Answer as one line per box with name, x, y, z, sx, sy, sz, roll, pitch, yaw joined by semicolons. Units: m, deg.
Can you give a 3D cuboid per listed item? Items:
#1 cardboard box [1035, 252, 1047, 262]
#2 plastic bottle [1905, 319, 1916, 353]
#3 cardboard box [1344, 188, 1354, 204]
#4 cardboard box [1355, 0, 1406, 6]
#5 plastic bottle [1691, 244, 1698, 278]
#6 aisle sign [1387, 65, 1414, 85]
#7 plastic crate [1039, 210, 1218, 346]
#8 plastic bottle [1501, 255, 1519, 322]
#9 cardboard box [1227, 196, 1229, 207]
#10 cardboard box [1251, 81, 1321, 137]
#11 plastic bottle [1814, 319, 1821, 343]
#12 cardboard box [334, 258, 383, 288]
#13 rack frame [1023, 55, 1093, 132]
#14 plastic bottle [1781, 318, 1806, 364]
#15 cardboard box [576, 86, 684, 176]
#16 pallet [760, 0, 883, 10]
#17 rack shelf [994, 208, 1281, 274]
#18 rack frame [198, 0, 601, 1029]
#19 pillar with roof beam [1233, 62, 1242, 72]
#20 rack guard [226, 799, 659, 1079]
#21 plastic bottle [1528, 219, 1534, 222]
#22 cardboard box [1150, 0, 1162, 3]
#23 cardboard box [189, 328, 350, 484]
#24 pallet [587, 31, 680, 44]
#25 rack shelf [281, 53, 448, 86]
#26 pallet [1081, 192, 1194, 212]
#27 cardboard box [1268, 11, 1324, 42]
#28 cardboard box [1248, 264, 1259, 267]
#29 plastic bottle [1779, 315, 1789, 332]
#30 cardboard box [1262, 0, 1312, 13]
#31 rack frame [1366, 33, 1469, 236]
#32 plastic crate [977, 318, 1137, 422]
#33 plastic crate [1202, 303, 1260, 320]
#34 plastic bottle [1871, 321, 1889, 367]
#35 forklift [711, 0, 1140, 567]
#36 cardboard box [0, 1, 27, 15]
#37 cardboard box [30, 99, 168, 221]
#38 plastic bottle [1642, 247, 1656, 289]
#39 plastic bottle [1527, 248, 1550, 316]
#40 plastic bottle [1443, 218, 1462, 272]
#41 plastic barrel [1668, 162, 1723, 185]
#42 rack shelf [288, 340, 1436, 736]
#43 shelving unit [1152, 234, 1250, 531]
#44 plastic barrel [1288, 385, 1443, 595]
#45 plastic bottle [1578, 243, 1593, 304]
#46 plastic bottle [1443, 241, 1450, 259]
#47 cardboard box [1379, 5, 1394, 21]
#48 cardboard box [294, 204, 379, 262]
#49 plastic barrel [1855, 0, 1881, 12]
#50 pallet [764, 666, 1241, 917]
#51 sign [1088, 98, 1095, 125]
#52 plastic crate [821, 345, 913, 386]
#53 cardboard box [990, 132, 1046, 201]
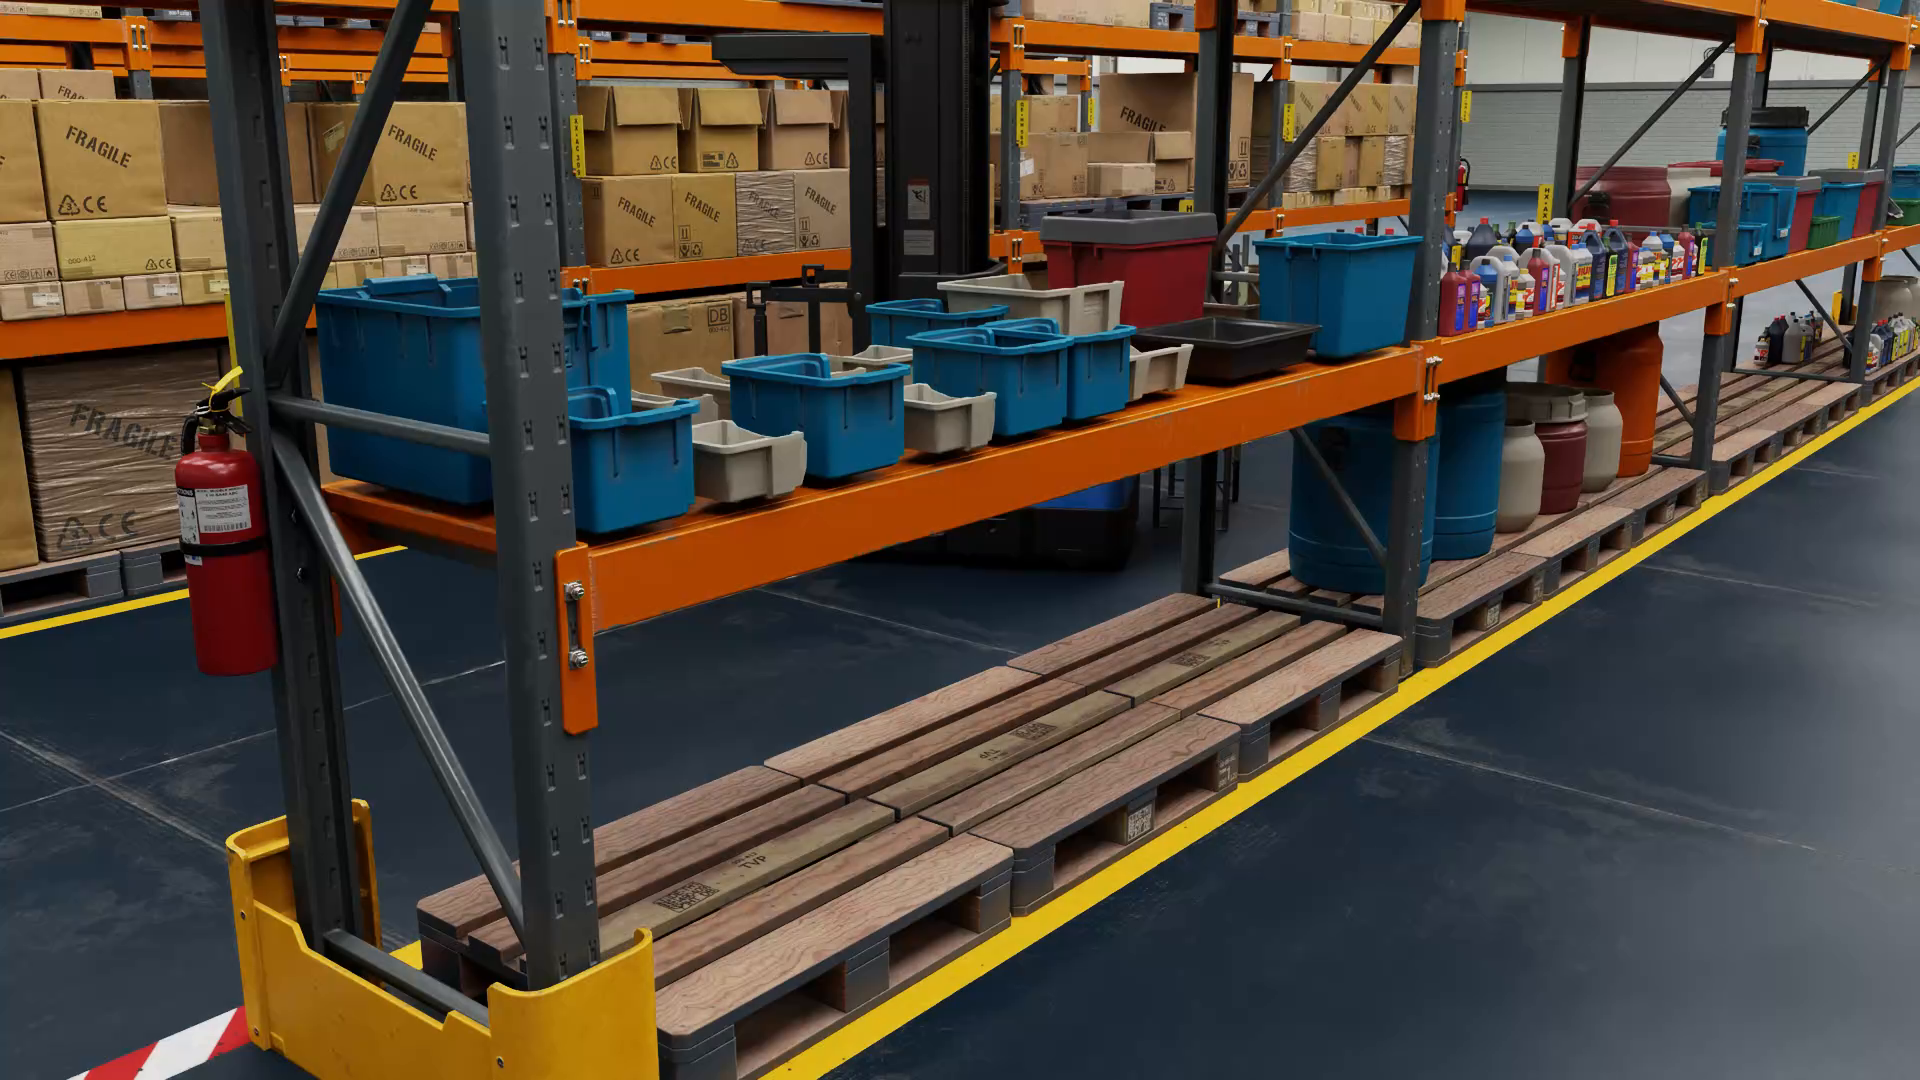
cardboard box;0.874;-3.875;21.245;0.875;0.875;0.875;11;18;38
plastic bottle;7.902;-1.717;13.928;0.152;0.276;0.135;11;18;38
cardboard box;3.665;-3.404;16.441;0.380;0.149;0.250;11;18;38
cardboard box;4.266;-5.607;16.687;0.500;0.500;0.500;11;18;38
plastic bottle;3.858;-1.496;8.825;0.097;0.201;0.097;0;14;0
aisle sign;4.849;-5.372;18.399;0.394;0.787;0.004;11;18;38
plastic crate;0.597;-0.917;5.890;0.402;0.464;0.583;11;18;38
plastic bottle;2.265;-1.045;6.905;0.097;0.271;0.097;0;14;0
cardboard box;2.436;-3.253;15.846;0.380;0.149;0.250;11;18;38
cardboard box;3.010;-4.012;15.486;0.500;0.500;0.500;11;18;38
plastic bottle;7.449;-1.826;14.507;0.097;0.201;0.097;0;14;0
cardboard box;-3.082;-1.328;8.268;0.380;0.149;0.250;12;18;39
rack frame;1.249;-4.841;21.587;1.000;3.000;0.127;11;18;38
plastic bottle;6.674;-1.597;13.302;0.144;0.351;0.185;11;18;38
cardboard box;-2.104;-2.414;9.794;0.797;0.503;0.637;11;18;36
pallet;-1.049;-3.538;10.750;1.003;0.211;1.213;12;19;40
rack shelf;1.272;-2.556;14.055;1.077;0.370;4.000;11;18;38
rack frame;-1.161;-0.223;3.410;1.000;3.000;0.127;11;18;38
pillar with roof beam;10.766;-13.199;42.302;9.100;9.000;0.400;11;18;38
rack guard;-1.166;0.995;3.692;1.175;0.500;0.348;11;18;38
plastic bottle;3.102;-1.610;9.106;0.061;0.283;0.133;11;18;38
cardboard box;1.428;-4.458;13.607;0.380;0.166;0.250;11;18;36
cardboard box;-3.542;-0.643;8.525;0.875;0.875;0.875;11;18;38
pallet;-3.416;-4.803;15.727;1.213;0.211;1.003;12;19;40
rack shelf;-6.436;-5.544;19.722;1.077;0.370;4.000;11;18;38
pallet;1.227;-2.814;13.999;1.003;0.211;1.213;11;18;38
cardboard box;3.011;-4.716;15.306;0.500;0.250;0.500;10;18;35
cardboard box;3.166;-2.461;16.443;0.500;0.500;0.500;-9;17;-32
plastic bottle;6.683;-1.656;13.534;0.144;0.351;0.185;10;17;35
cardboard box;2.973;-4.877;15.131;0.380;0.149;0.250;11;18;36
rack frame;5.043;-4.054;18.489;1.000;3.000;0.127;11;18;38
plastic crate;0.267;-0.477;4.628;0.416;0.233;0.300;11;18;38
plastic crate;0.950;-0.824;6.187;0.396;0.136;0.243;11;18;38
plastic bottle;7.212;-1.541;13.084;0.144;0.351;0.185;12;18;39
forklift;-0.614;-1.448;8.370;3.031;2.935;1.130;3;14;10
cardboard box;-6.715;-3.694;11.286;0.500;0.250;0.500;11;18;37
cardboard box;-3.866;-1.671;7.285;0.500;0.500;0.500;11;18;36
plastic bottle;3.407;-1.359;8.284;0.097;0.201;0.097;0;14;0
plastic bottle;2.474;-1.107;7.126;0.061;0.283;0.133;11;18;38
plastic bottle;2.369;-1.403;8.154;0.144;0.351;0.185;11;18;38
plastic barrel;4.877;-2.215;10.973;0.433;0.535;0.433;0;14;0
rack shelf;0.096;-0.258;5.007;1.077;0.370;4.000;11;18;38
shelving unit;1.311;-0.875;9.021;0.431;1.500;0.755;3;15;13
plastic barrel;1.709;-0.278;7.032;0.600;0.901;0.708;11;18;38
plastic bottle;2.824;-1.215;7.575;0.097;0.271;0.097;0;14;0
plastic bottle;2.309;-1.332;8.035;0.097;0.271;0.097;0;14;0
cardboard box;4.080;-5.234;16.535;0.380;0.149;0.250;10;17;35
cardboard box;-3.216;-1.505;8.155;0.500;0.250;0.500;12;18;39
plastic barrel;5.820;-3.962;11.017;0.600;0.901;0.600;0;14;0
pallet;0.155;0.744;5.267;1.003;0.211;1.213;11;18;38
sign;1.662;-5.430;21.074;0.100;0.325;0.005;11;18;38
plastic crate;-0.268;-0.479;4.829;0.298;0.136;0.250;11;18;38
cardboard box;0.323;-2.884;12.826;0.500;0.500;0.500;9;17;31
